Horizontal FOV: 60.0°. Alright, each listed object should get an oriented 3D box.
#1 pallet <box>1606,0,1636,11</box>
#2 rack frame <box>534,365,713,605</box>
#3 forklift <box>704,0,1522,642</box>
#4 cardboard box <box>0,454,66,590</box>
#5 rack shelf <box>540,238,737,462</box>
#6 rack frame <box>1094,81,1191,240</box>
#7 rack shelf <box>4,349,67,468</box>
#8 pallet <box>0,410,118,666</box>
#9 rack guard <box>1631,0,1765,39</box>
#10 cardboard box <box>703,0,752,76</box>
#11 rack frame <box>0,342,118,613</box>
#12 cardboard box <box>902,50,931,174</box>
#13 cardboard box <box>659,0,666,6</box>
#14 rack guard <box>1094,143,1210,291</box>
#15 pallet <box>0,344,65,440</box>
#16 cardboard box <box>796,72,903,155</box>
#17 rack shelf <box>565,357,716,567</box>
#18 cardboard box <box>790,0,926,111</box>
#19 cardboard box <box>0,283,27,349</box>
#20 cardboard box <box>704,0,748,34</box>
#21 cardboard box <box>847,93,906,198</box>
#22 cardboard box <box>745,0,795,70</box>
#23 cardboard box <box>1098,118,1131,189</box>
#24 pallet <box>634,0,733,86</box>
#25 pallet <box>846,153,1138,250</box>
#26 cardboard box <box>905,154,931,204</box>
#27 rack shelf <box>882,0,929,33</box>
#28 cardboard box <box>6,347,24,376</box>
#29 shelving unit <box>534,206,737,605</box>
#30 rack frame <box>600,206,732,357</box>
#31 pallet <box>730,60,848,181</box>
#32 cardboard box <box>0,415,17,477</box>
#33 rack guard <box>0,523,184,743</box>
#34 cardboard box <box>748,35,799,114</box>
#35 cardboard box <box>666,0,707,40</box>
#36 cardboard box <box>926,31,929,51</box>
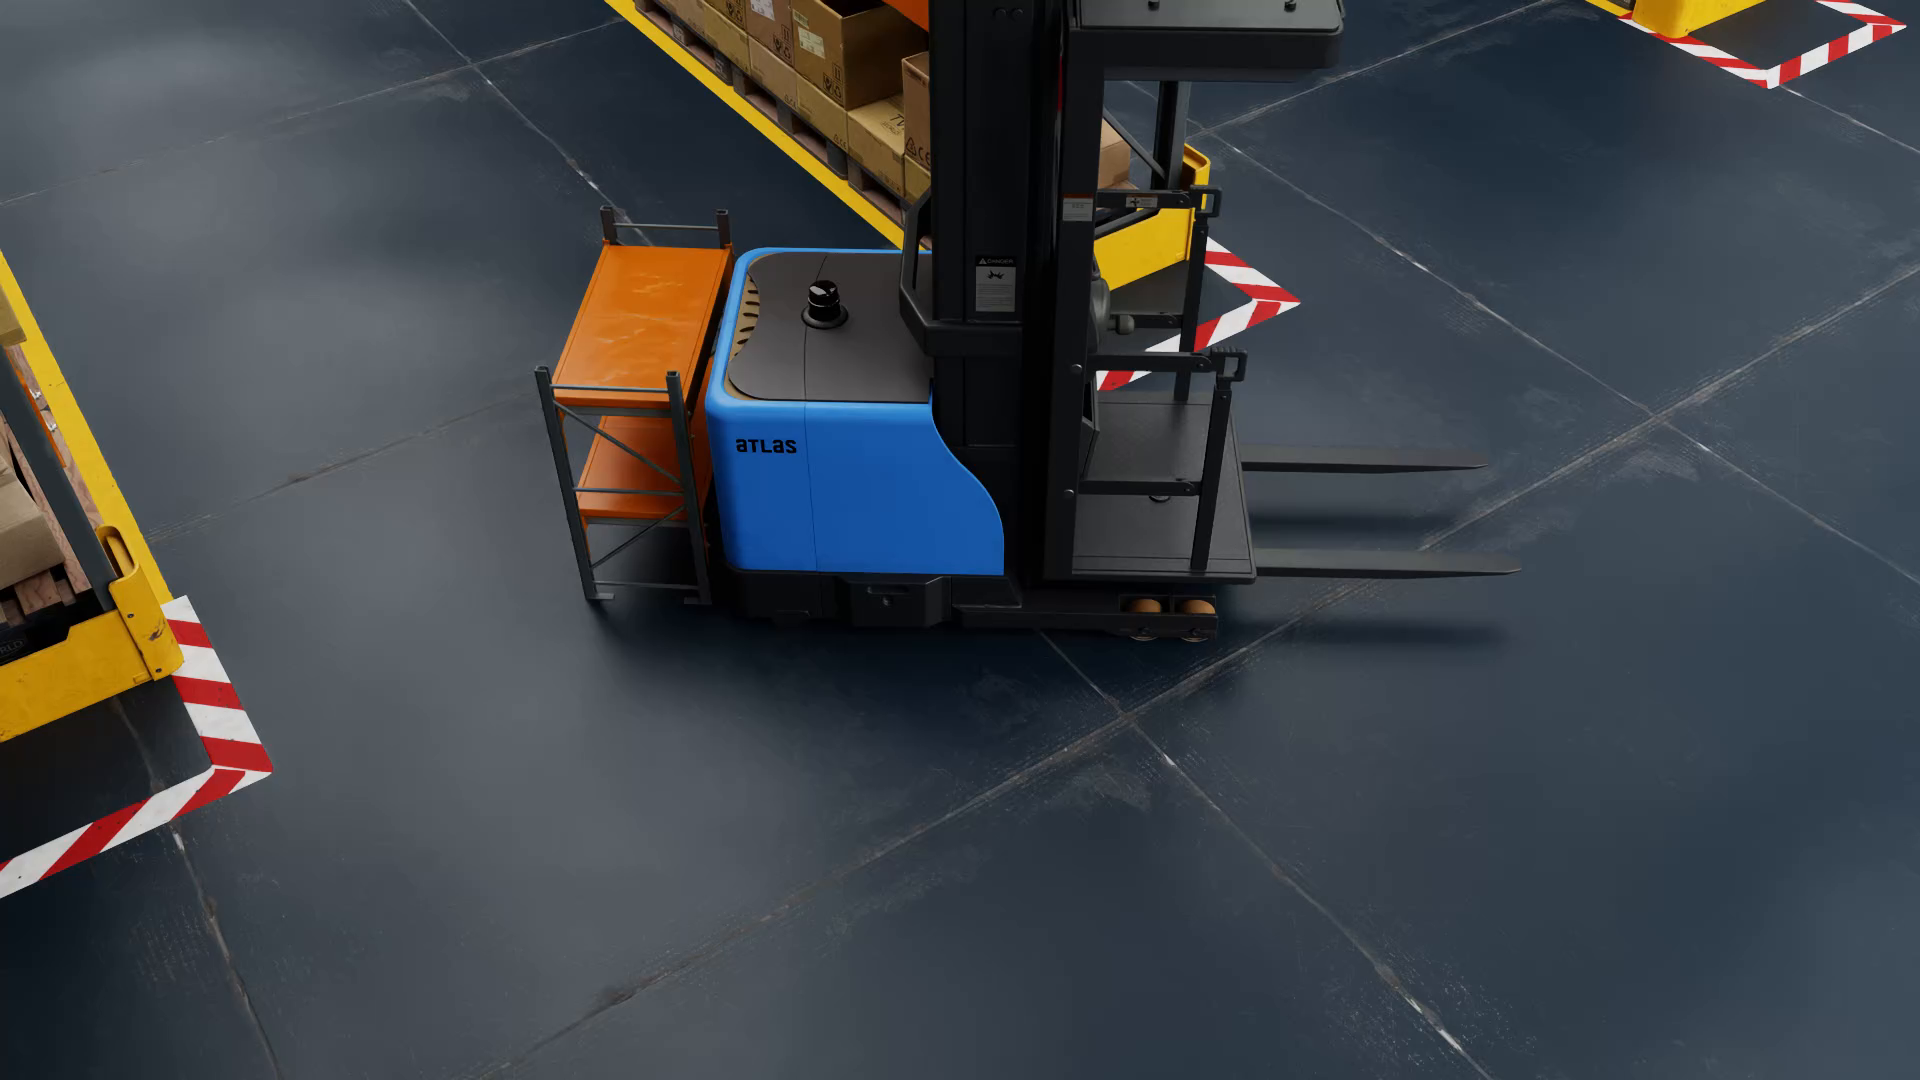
[{"bbox_3d":[4.147,-3.824,10.603,1.003,0.211,1.213,-26,49,-24],"label":"pallet"},{"bbox_3d":[-1.217,-0.176,6.119,0.500,1.125,0.032,3,44,3],"label":"rack frame"},{"bbox_3d":[0.629,-1.047,5.724,3.031,2.935,1.130,1,44,1],"label":"forklift"},{"bbox_3d":[-3.758,-0.046,6.255,0.500,0.311,0.500,-31,52,-29],"label":"cardboard box"},{"bbox_3d":[-1.184,-0.738,6.284,0.538,0.278,1.000,3,44,3],"label":"rack shelf"},{"bbox_3d":[0.625,-2.391,7.083,1.000,3.000,0.127,-26,49,-24],"label":"rack frame"},{"bbox_3d":[-4.580,-1.305,6.466,1.077,0.370,4.000,-26,49,-24],"label":"rack shelf"},{"bbox_3d":[-3.915,0.059,6.535,1.003,0.211,1.213,-26,49,-24],"label":"pallet"},{"bbox_3d":[4.608,-3.466,10.019,1.175,0.500,0.348,-26,49,-24],"label":"rack guard"},{"bbox_3d":[-1.083,-2.861,9.262,0.500,0.250,0.500,-26,49,-24],"label":"cardboard box"},{"bbox_3d":[-3.436,-0.432,5.031,1.000,3.000,0.127,-26,49,-24],"label":"rack frame"},{"bbox_3d":[0.074,-2.006,7.823,0.500,0.500,0.500,-26,49,-24],"label":"cardboard box"},{"bbox_3d":[-1.647,-3.432,9.860,0.500,0.250,0.500,-26,49,-24],"label":"cardboard box"},{"bbox_3d":[0.639,-1.474,7.932,1.175,0.500,0.348,-26,49,-24],"label":"rack guard"},{"bbox_3d":[-4.609,-0.631,7.258,1.003,0.211,1.213,-26,49,-24],"label":"pallet"},{"bbox_3d":[-0.508,-2.297,8.671,0.500,0.250,0.500,-26,49,-24],"label":"cardboard box"},{"bbox_3d":[-1.183,-0.349,6.654,0.538,0.278,1.000,3,44,3],"label":"rack shelf"},{"bbox_3d":[-0.510,-2.567,8.410,0.500,0.500,0.500,-26,49,-24],"label":"cardboard box"},{"bbox_3d":[-3.455,-0.787,5.496,0.500,0.250,0.500,-27,50,-26],"label":"cardboard box"},{"bbox_3d":[-1.083,-3.133,9.003,0.500,0.500,0.500,-26,49,-24],"label":"cardboard box"},{"bbox_3d":[-0.220,-2.014,8.375,0.500,0.250,0.500,-26,49,-24],"label":"cardboard box"},{"bbox_3d":[-0.795,-2.850,8.708,0.500,0.500,0.500,-26,49,-24],"label":"cardboard box"},{"bbox_3d":[0.501,-1.940,8.297,0.500,0.250,0.500,-26,49,-24],"label":"cardboard box"},{"bbox_3d":[-1.243,-3.181,9.929,1.003,0.211,1.213,-26,49,-24],"label":"pallet"},{"bbox_3d":[0.153,-1.799,8.482,1.003,0.211,1.213,-26,49,-24],"label":"pallet"},{"bbox_3d":[0.076,-1.736,8.083,0.500,0.250,0.500,-26,49,-24],"label":"cardboard box"},{"bbox_3d":[-0.519,-3.264,8.518,1.077,0.370,4.000,-26,49,-24],"label":"rack shelf"},{"bbox_3d":[-4.463,-0.873,6.984,0.700,0.500,0.500,-29,51,-27],"label":"cardboard box"},{"bbox_3d":[-1.183,-0.526,6.486,0.538,1.125,1.048,3,44,3],"label":"shelving unit"},{"bbox_3d":[-1.150,-0.876,6.853,0.500,1.125,0.032,3,44,3],"label":"rack frame"},{"bbox_3d":[-0.541,-2.490,9.205,1.003,0.211,1.213,-26,49,-24],"label":"pallet"},{"bbox_3d":[-4.084,-0.369,6.593,0.500,0.311,0.500,-22,48,-21],"label":"cardboard box"},{"bbox_3d":[-3.479,0.429,5.939,1.175,0.500,0.348,-26,49,-24],"label":"rack guard"},{"bbox_3d":[-0.792,-2.581,8.968,0.500,0.250,0.500,-26,49,-24],"label":"cardboard box"},{"bbox_3d":[-1.365,-3.147,9.561,0.500,0.250,0.500,-26,49,-24],"label":"cardboard box"},{"bbox_3d":[-0.084,-2.772,8.626,0.500,0.500,0.500,-26,49,-24],"label":"cardboard box"}]
